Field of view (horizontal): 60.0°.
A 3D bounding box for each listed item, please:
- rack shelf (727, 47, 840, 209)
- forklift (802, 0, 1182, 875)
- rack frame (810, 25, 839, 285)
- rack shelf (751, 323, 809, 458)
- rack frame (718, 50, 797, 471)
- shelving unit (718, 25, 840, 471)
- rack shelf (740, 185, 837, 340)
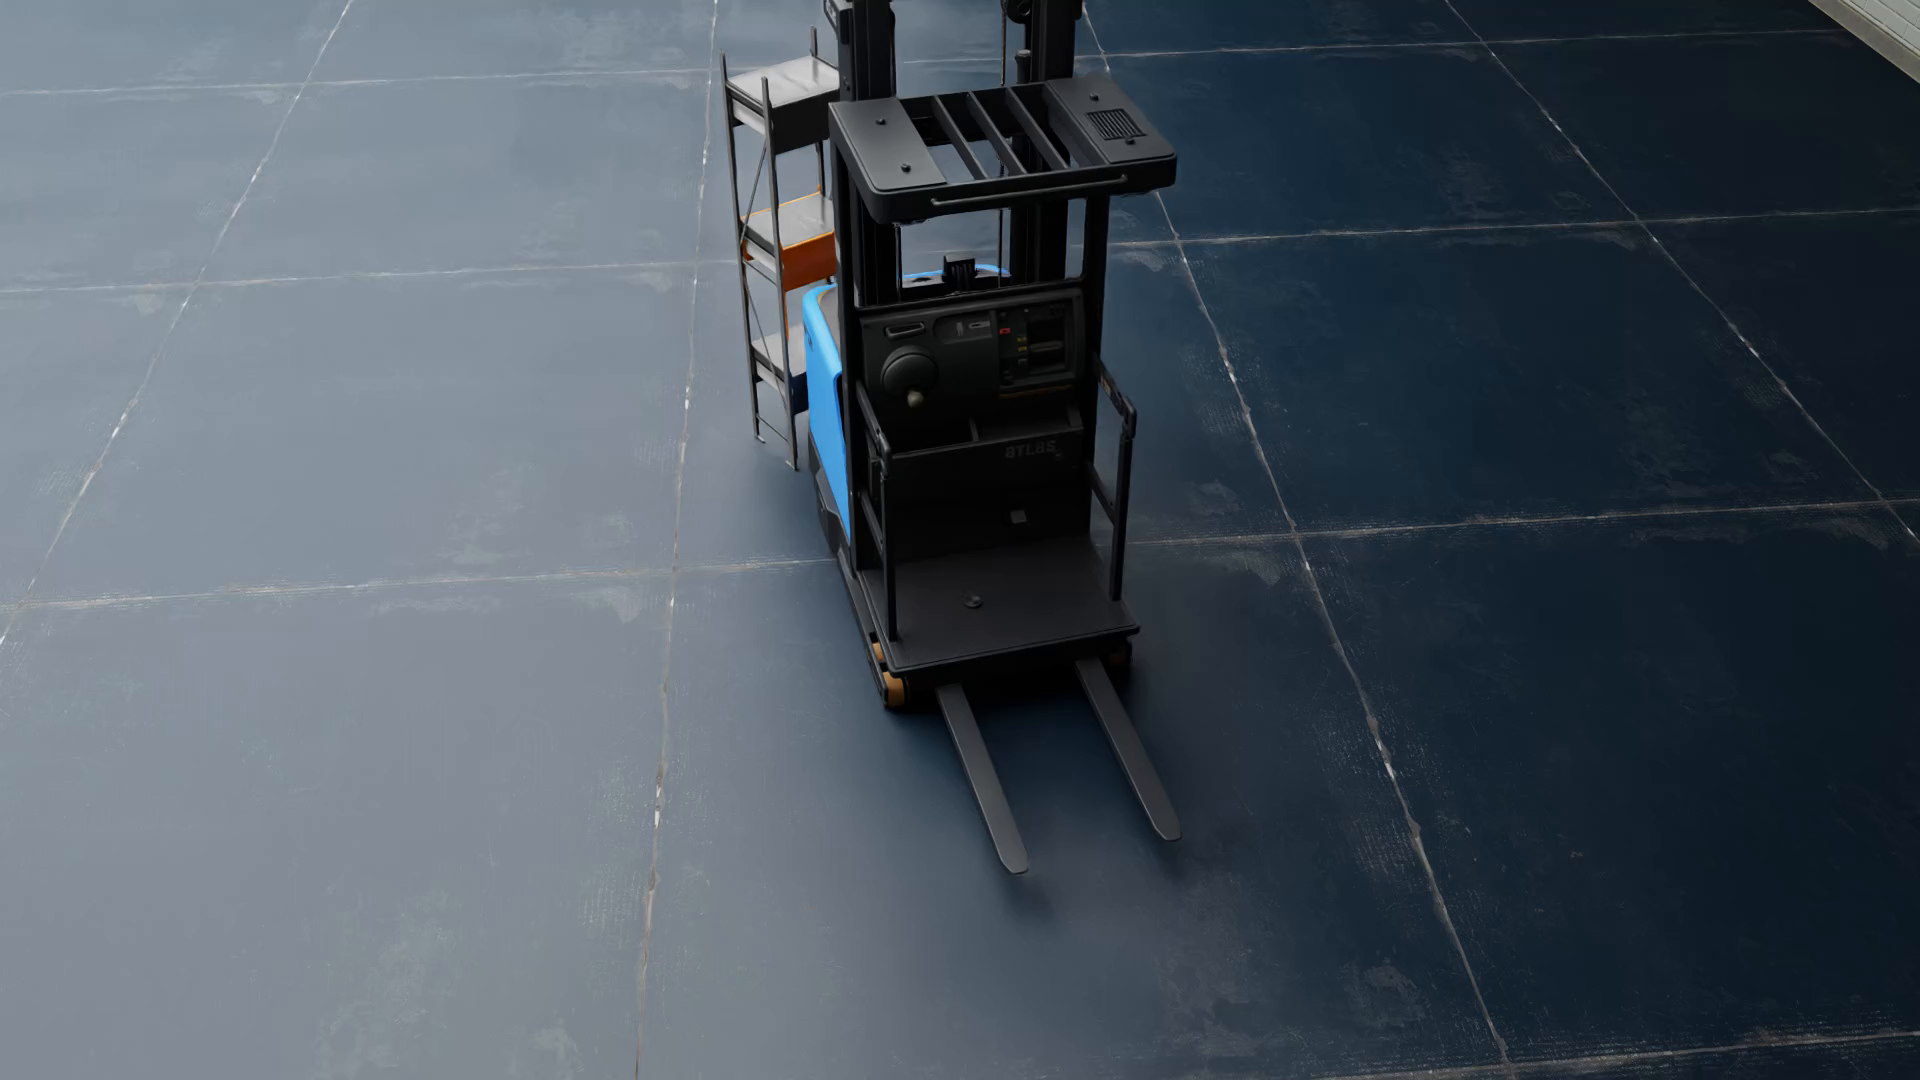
[{"bbox_3d":[-0.765,-1.908,7.687,0.480,0.518,0.431,-25,45,-28],"label":"rack shelf"},{"bbox_3d":[0.119,-0.699,6.591,1.130,2.935,3.031,-10,39,-12],"label":"forklift"},{"bbox_3d":[-0.570,-1.460,8.227,0.015,2.100,0.400,-25,45,-28],"label":"rack frame"},{"bbox_3d":[-0.765,-0.809,8.555,0.480,0.518,0.431,-25,45,-28],"label":"rack shelf"},{"bbox_3d":[-0.960,-1.279,7.998,0.015,2.100,0.400,-25,45,-28],"label":"rack frame"},{"bbox_3d":[-0.765,-1.370,8.113,0.503,2.100,0.431,-25,45,-28],"label":"shelving unit"},{"bbox_3d":[-0.765,-1.359,8.121,0.480,0.518,0.431,-25,45,-28],"label":"rack shelf"}]
